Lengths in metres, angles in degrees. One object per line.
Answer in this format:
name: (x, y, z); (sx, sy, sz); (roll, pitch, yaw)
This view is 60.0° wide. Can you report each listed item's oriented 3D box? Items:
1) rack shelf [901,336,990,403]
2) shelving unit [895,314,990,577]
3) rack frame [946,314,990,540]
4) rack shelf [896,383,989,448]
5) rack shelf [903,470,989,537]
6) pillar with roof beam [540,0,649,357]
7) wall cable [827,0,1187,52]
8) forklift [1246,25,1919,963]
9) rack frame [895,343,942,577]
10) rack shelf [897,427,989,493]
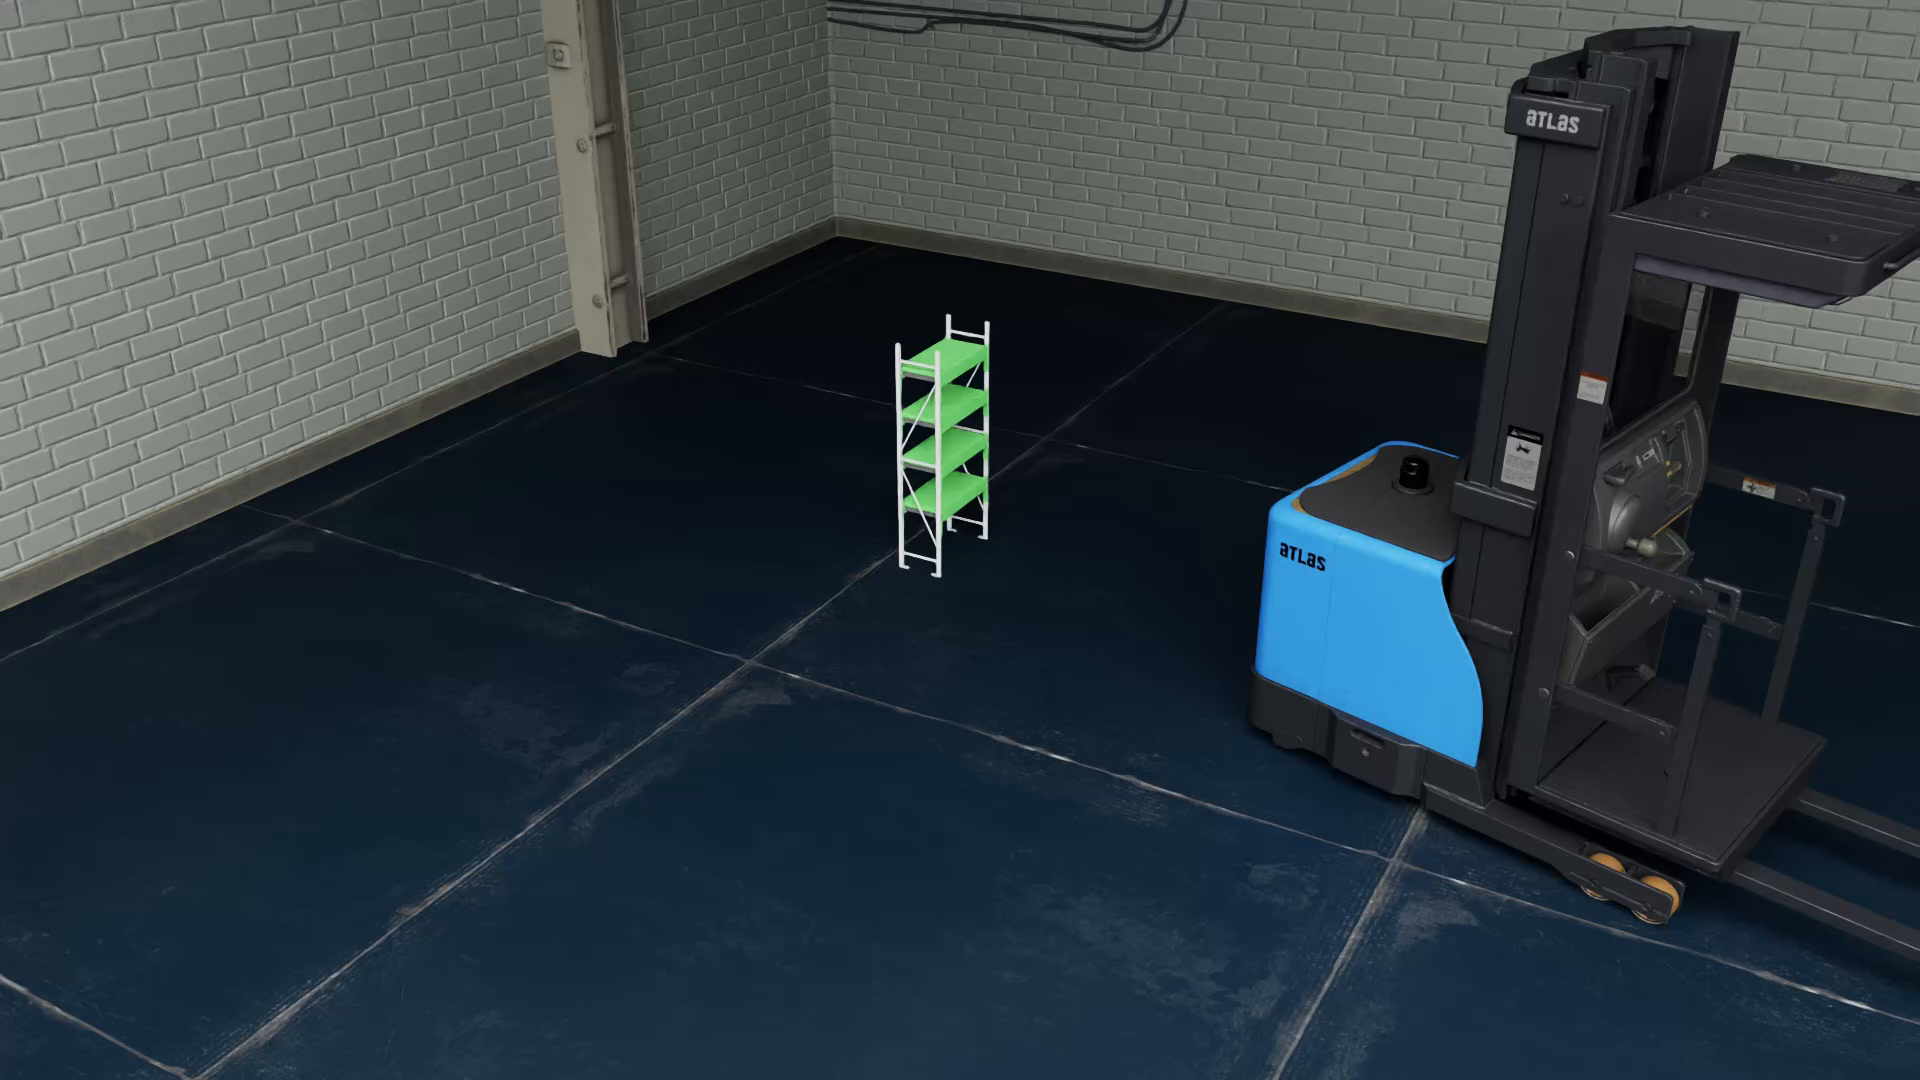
rack shelf: (-0.081, -0.844, 8.166); (0.258, 0.148, 0.480); (14, 30, 26)
shelving unit: (-0.081, -0.472, 8.353); (0.258, 1.200, 0.503); (14, 30, 26)
rack frame: (0.039, -0.567, 8.543); (0.240, 1.200, 0.015); (14, 30, 26)
rack shelf: (-0.081, -0.629, 8.274); (0.258, 0.148, 0.480); (14, 30, 26)
rack shelf: (-0.081, -0.200, 8.489); (0.258, 0.148, 0.480); (14, 30, 26)
pillar with roof beam: (1.369, -4.416, 7.519); (9.100, 9.000, 0.400); (14, 30, 26)
wall cable: (0.221, -4.832, 11.820); (3.097, 2.526, 0.112); (14, 30, 26)
forklift: (2.637, -0.194, 5.863); (3.031, 2.935, 1.130); (23, 35, 38)
rack frame: (-0.201, -0.377, 8.163); (0.240, 1.200, 0.015); (14, 30, 26)
rack shelf: (-0.081, -0.415, 8.381); (0.258, 0.148, 0.480); (14, 30, 26)
